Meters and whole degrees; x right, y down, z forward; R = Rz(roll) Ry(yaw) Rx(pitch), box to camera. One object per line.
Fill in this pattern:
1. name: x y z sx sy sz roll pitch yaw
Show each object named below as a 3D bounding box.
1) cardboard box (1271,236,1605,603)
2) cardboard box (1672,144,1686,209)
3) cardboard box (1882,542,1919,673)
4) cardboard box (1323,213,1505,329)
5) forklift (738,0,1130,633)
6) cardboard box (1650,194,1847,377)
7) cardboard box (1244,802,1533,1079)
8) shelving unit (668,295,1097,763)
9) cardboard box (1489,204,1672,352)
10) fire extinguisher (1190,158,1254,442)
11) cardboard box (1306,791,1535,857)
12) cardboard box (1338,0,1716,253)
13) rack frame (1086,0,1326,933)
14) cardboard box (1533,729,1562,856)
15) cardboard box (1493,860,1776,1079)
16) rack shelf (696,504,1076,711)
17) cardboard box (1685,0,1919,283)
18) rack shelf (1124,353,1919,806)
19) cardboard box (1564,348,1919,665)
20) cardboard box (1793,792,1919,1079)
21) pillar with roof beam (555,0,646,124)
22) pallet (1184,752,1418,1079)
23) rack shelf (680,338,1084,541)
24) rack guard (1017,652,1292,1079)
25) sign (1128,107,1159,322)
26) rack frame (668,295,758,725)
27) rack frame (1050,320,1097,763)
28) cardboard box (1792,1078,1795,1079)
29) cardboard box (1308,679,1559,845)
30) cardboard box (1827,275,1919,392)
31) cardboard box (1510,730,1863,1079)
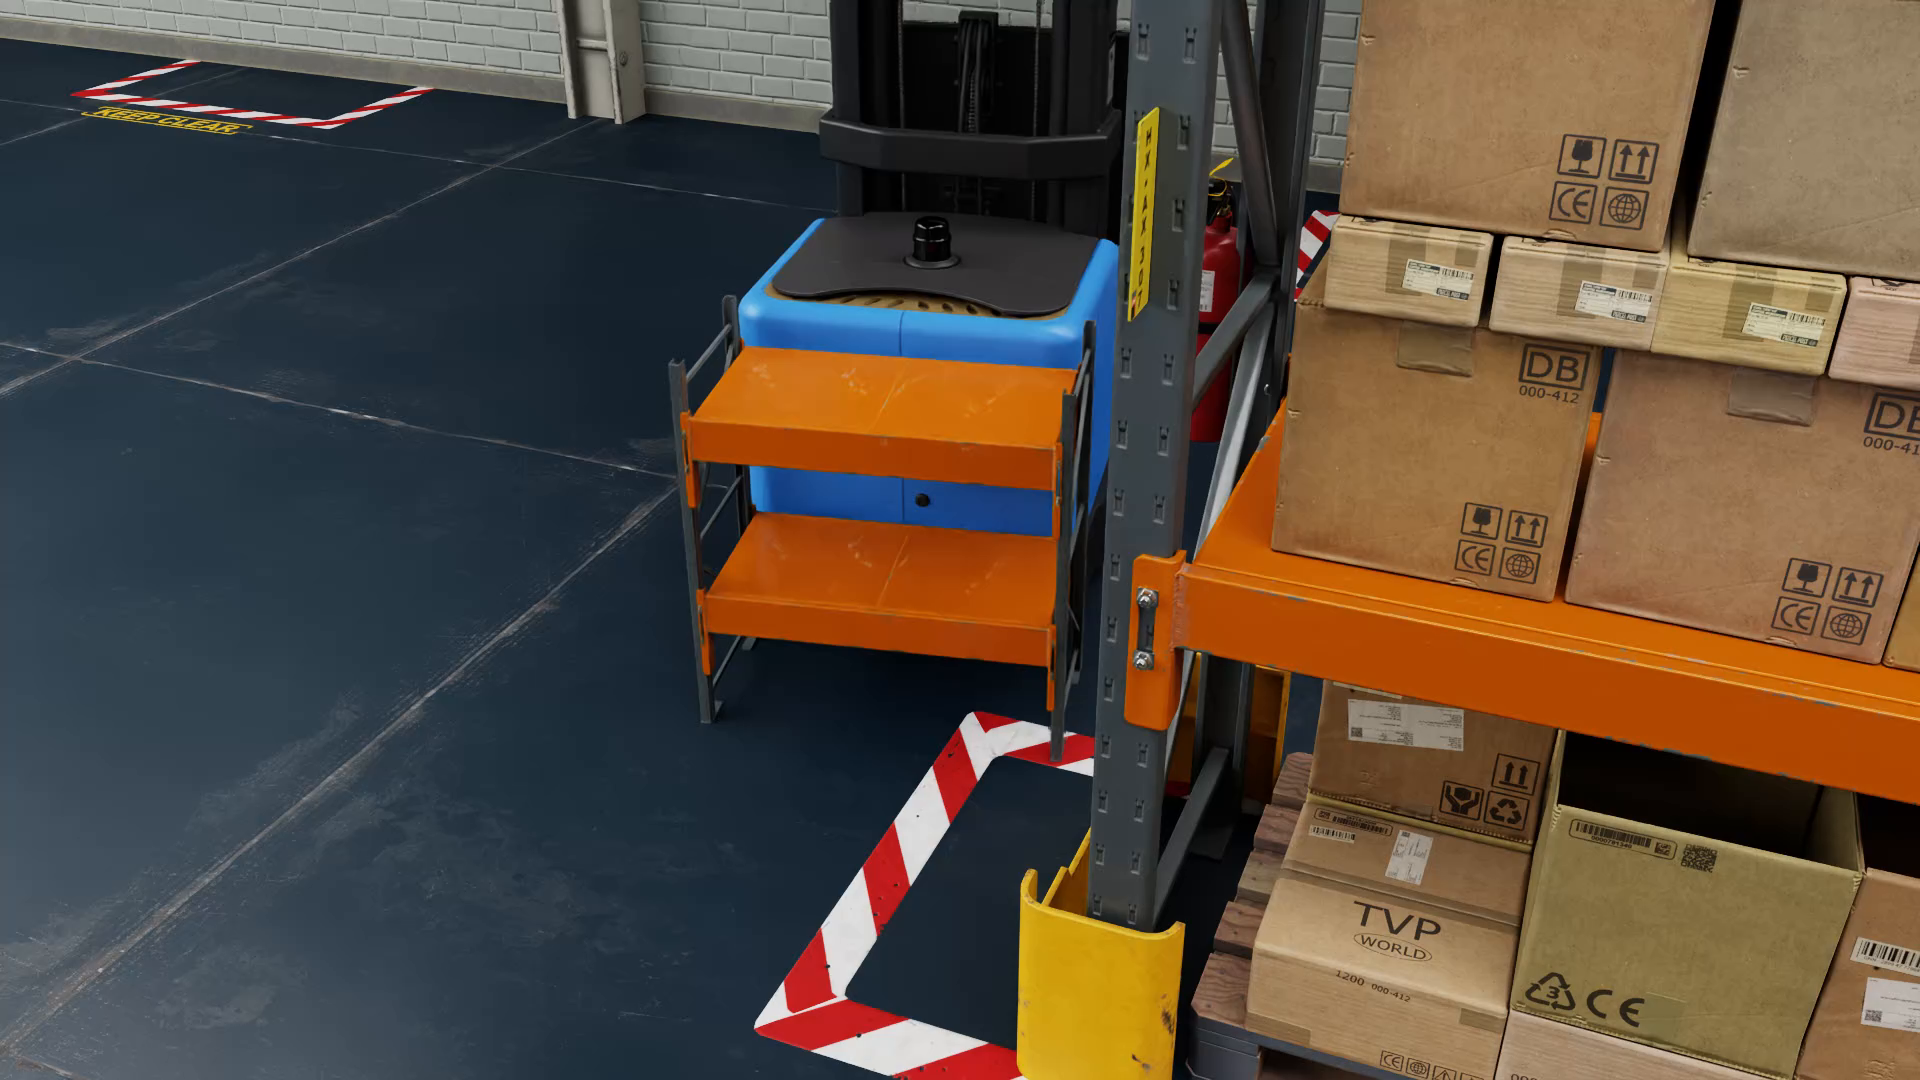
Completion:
1. cardboard box: 0.935 -0.309 3.147 0.500 0.500 0.700 11 31 19
2. cardboard box: 1.413 -0.605 3.011 0.250 0.149 0.380 11 31 18
3. cardboard box: 1.881 -0.120 2.812 0.500 0.500 0.700 12 31 19
4. cardboard box: 0.790 -0.513 2.848 0.250 0.149 0.380 11 31 19
5. forklift: 0.163 -1.688 5.757 1.130 2.935 3.031 6 30 11
6. cardboard box: 1.266 -0.418 2.681 0.250 0.149 0.380 11 31 19
7. cardboard box: 0.920 0.857 3.553 0.500 0.250 0.500 11 31 19
8. shelving unit: -0.188 -0.033 4.665 1.048 1.125 0.538 5 30 9
9. cardboard box: 1.035 -0.465 2.764 0.250 0.149 0.380 10 31 18
10. fire extinguisher: 0.572 -0.558 3.767 0.183 0.674 0.296 11 31 19
11. cardboard box: 1.115 0.621 3.971 0.500 0.250 0.500 11 31 19
12. cardboard box: 0.984 -0.864 2.810 0.500 0.500 0.700 11 31 19
13. rack frame: 0.507 -0.358 3.334 0.127 3.000 1.000 11 31 19
14. cardboard box: 1.583 0.708 3.817 0.500 0.250 0.500 11 31 19
15. cardboard box: 1.385 0.948 3.392 0.500 0.250 0.500 11 31 19
16. rack shelf: -0.188 0.180 4.785 1.000 0.278 0.538 5 30 9
17. cardboard box: 1.473 -0.769 2.642 0.500 0.500 0.700 10 31 18
18. rack shelf: 2.360 0.325 2.857 4.000 0.370 1.077 11 31 19
19. cardboard box: 1.423 -0.214 2.979 0.500 0.500 0.700 12 32 20
20. cardboard box: 1.853 0.709 3.053 0.500 0.500 0.500 11 31 19
21. pillar with roof beam: -3.838 -4.641 4.815 0.400 9.000 9.100 11 31 19
22. pallet: 1.231 0.979 3.804 1.213 0.211 1.003 11 31 19
23. rack shelf: -0.188 -0.288 4.521 1.000 0.278 0.538 5 30 9
24. rack guard: 0.485 0.726 3.957 0.348 0.500 1.175 11 31 19
25. sign: 0.293 -0.517 2.656 0.005 0.325 0.100 11 31 19
26. rack frame: -0.688 -0.078 4.744 0.032 1.125 0.500 5 30 9
27. rack frame: 0.312 0.012 4.585 0.032 1.125 0.500 5 30 9
28. cardboard box: 1.848 1.041 3.228 0.500 0.250 0.500 11 31 19
29. cardboard box: 1.116 0.294 3.788 0.500 0.500 0.500 11 31 19
30. cardboard box: 1.499 -0.371 2.597 0.250 0.149 0.380 11 31 18
31. cardboard box: 1.384 0.622 3.206 0.500 0.500 0.500 11 31 19
